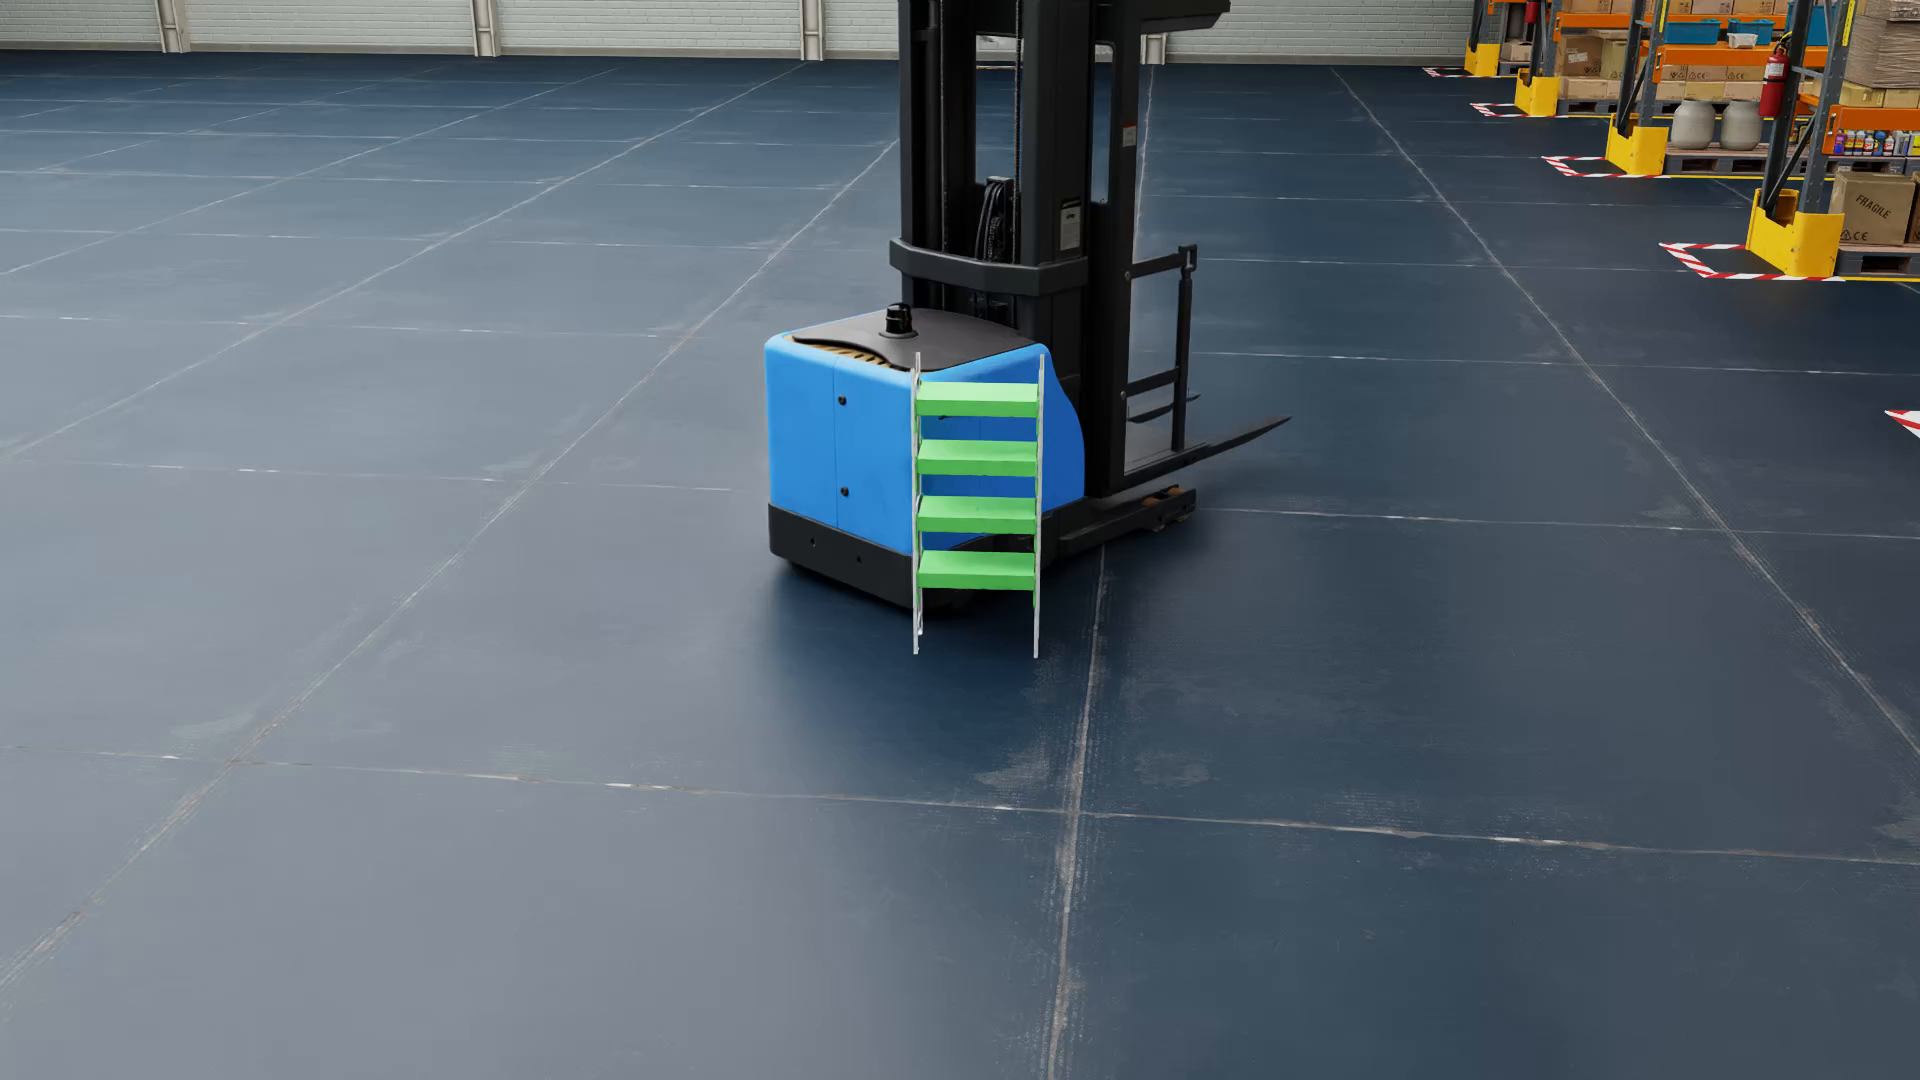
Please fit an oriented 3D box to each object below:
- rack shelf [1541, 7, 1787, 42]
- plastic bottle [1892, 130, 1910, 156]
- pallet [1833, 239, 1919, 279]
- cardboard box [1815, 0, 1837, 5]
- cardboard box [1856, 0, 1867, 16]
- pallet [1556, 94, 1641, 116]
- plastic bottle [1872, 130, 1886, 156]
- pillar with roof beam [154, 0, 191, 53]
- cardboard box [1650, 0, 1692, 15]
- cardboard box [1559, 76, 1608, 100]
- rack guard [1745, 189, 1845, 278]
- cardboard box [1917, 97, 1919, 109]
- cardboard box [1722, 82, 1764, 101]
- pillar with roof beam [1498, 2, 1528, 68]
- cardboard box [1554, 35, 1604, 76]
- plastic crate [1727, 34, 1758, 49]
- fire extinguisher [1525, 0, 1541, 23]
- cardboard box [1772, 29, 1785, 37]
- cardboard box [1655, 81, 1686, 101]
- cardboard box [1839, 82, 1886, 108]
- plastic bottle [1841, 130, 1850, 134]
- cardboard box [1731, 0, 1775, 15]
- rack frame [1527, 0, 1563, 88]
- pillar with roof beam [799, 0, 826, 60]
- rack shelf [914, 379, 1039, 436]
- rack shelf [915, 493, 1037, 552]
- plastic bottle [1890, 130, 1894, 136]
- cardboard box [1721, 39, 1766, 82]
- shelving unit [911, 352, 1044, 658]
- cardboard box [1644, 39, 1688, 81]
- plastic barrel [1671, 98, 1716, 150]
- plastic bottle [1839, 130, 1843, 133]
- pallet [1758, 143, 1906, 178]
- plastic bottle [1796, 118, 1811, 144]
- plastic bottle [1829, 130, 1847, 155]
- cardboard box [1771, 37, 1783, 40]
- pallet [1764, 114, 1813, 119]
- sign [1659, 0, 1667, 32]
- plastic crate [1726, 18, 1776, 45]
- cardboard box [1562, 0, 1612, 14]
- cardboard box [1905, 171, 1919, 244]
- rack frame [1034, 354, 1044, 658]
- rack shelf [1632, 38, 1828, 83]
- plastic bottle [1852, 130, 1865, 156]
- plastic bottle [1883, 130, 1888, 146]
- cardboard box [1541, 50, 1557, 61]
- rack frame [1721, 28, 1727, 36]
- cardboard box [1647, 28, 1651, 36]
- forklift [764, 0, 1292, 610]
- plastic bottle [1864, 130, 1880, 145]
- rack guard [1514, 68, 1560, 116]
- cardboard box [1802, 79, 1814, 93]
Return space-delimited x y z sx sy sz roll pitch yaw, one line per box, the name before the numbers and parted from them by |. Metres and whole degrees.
rack shelf | 9.927 -6.895 22.279 4.000 0.370 1.077 2 22 6
plastic bottle | 9.981 -4.226 17.656 0.135 0.276 0.152 3 22 7
pallet | 7.649 -2.351 13.600 1.213 0.211 1.003 2 22 6
cardboard box | 11.472 -7.206 21.952 0.500 0.500 0.700 2 22 5
cardboard box | 7.347 -4.416 13.129 0.500 0.500 0.500 2 22 6
pallet | 8.705 -6.002 22.833 1.213 0.211 1.003 2 22 6
plastic bottle | 9.759 -4.223 17.655 0.097 0.271 0.097 0 22 0
pillar with roof beam | -15.023 -11.667 25.211 0.400 9.000 9.100 2 22 6
cardboard box | 9.417 -7.293 22.172 0.500 0.500 0.700 3 22 7
cardboard box | 8.447 -6.128 22.530 0.500 0.250 0.500 2 22 6
rack guard | 6.847 -2.534 13.669 0.348 0.500 1.175 2 22 6
cardboard box | 7.519 -3.449 12.926 0.250 0.149 0.380 2 22 6
cardboard box | 10.433 -6.041 22.310 0.500 0.250 0.500 2 22 6
pillar with roof beam | 8.810 -10.629 22.584 0.400 9.000 9.100 2 22 6
cardboard box | 8.508 -6.667 22.872 0.500 0.500 0.500 2 22 6
plastic crate | 8.205 -5.229 17.445 0.250 0.136 0.298 2 22 6
fire extinguisher | 7.878 -7.455 22.822 0.183 0.674 0.296 2 22 6
cardboard box | 13.225 -7.968 26.816 0.500 0.500 0.700 3 22 8
cardboard box | 9.441 -6.086 22.423 0.500 0.250 0.500 2 22 6
cardboard box | 7.026 -3.483 13.012 0.250 0.149 0.380 2 22 6
plastic bottle | 9.779 -4.528 18.319 0.185 0.351 0.144 3 22 9
cardboard box | 10.449 -7.250 22.062 0.500 0.500 0.700 3 22 7
rack frame | 7.941 -7.316 22.366 0.127 3.000 1.000 2 22 6
pillar with roof beam | -3.106 -11.148 23.898 0.400 9.000 9.100 2 22 6
rack shelf | 0.071 -0.518 6.486 0.480 0.148 0.258 1 22 3
rack shelf | 0.071 -0.072 6.663 0.480 0.148 0.258 1 22 3
plastic bottle | 9.993 -4.268 17.753 0.133 0.283 0.061 2 22 6
cardboard box | 10.435 -6.395 22.184 0.500 0.500 0.500 2 22 6
shelving unit | 0.071 -0.131 6.639 0.503 1.200 0.258 1 22 3
cardboard box | 9.442 -6.439 22.296 0.500 0.500 0.500 2 22 6
plastic barrel | 8.017 -4.546 18.170 0.421 0.512 0.421 0 22 0
plastic bottle | 9.618 -4.418 18.244 0.097 0.201 0.097 0 22 0
pallet | 9.449 -4.134 18.110 1.213 0.211 1.003 2 22 6
plastic bottle | 9.348 -4.531 18.418 0.133 0.283 0.061 3 22 8
plastic bottle | 9.341 -4.241 17.682 0.133 0.283 0.061 3 22 7
cardboard box | 10.992 -6.562 22.606 0.500 0.500 0.500 2 22 6
pallet | 11.128 -5.896 22.566 1.213 0.211 1.003 2 22 6
sign | 7.285 -5.436 17.233 0.005 0.325 0.100 2 22 6
plastic crate | 8.531 -5.496 17.964 0.408 0.251 0.499 2 22 6
cardboard box | 8.403 -7.338 22.284 0.500 0.500 0.700 3 22 6
cardboard box | 7.987 -2.686 13.482 0.500 0.500 0.500 8 23 20
rack frame | 0.315 -0.125 6.624 0.015 1.200 0.240 1 22 3
rack shelf | 9.340 -5.087 17.705 4.000 0.370 1.077 2 22 6
plastic bottle | 9.558 -4.232 17.678 0.097 0.271 0.097 0 22 0
plastic bottle | 10.227 -4.493 18.321 0.133 0.283 0.061 3 22 9
cardboard box | 9.763 -7.992 27.133 0.500 0.311 0.500 4 22 11
rack frame | 12.492 -8.952 26.503 0.127 3.000 1.000 2 22 6
cardboard box | 11.457 -8.024 26.958 0.500 0.500 0.500 1 22 2
forklift | 0.515 -1.519 7.796 1.130 2.935 3.031 20 29 40
plastic bottle | 9.972 -4.431 18.173 0.135 0.276 0.152 2 22 6
rack guard | 7.917 -6.155 22.828 0.348 0.500 1.175 2 22 6
cardboard box | 11.427 -6.000 22.205 0.500 0.250 0.500 2 22 6
